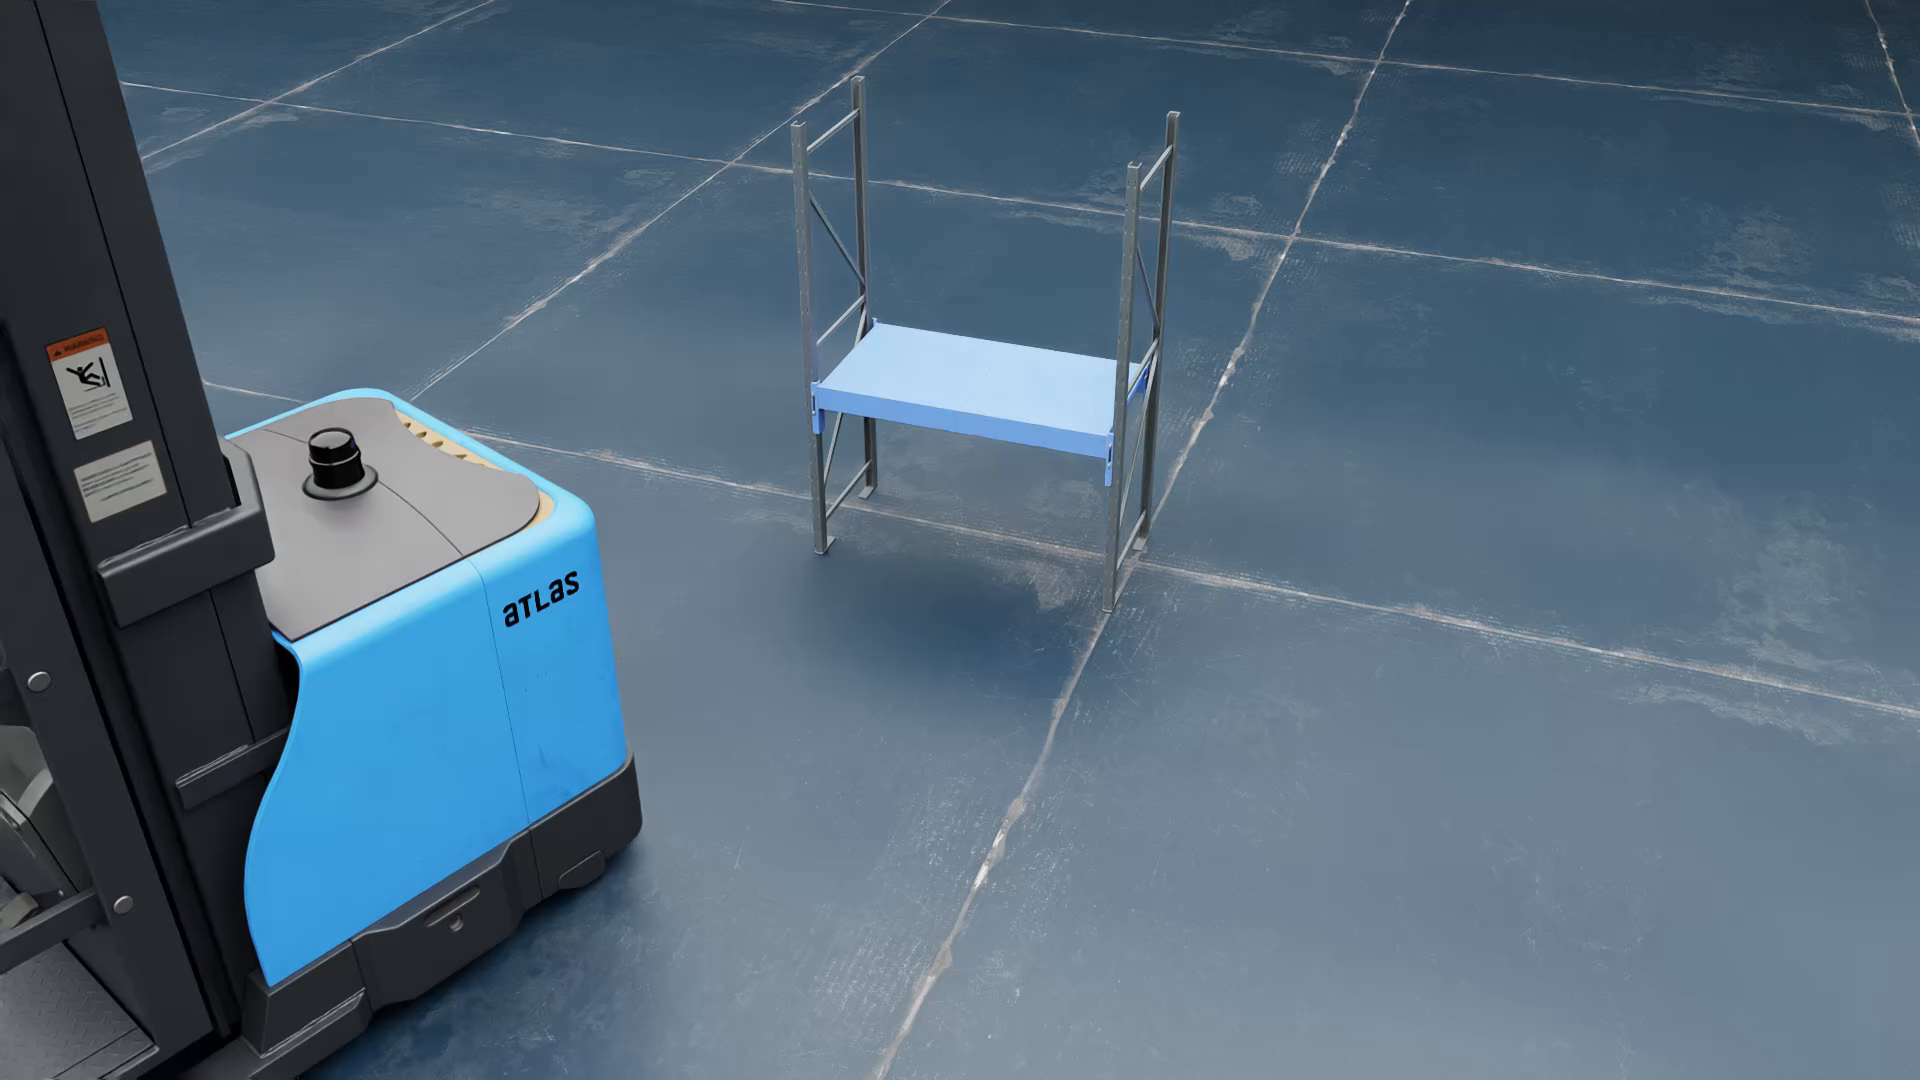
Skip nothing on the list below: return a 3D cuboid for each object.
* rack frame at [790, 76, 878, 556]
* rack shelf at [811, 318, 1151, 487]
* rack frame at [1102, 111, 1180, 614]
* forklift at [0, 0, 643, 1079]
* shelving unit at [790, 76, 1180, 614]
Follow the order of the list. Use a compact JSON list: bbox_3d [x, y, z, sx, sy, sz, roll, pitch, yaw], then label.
[{"bbox_3d":[-0.398,-0.708,5.463,0.032,1.500,0.500,11,34,16],"label":"rack frame"},{"bbox_3d":[0.080,-0.463,5.417,1.000,0.185,0.538,11,34,16],"label":"rack shelf"},{"bbox_3d":[0.559,-0.521,5.175,0.032,1.500,0.500,11,34,16],"label":"rack frame"},{"bbox_3d":[-2.199,0.015,3.025,1.130,2.935,3.031,26,41,34],"label":"forklift"},{"bbox_3d":[0.080,-0.614,5.319,1.048,1.500,0.538,11,34,16],"label":"shelving unit"}]
